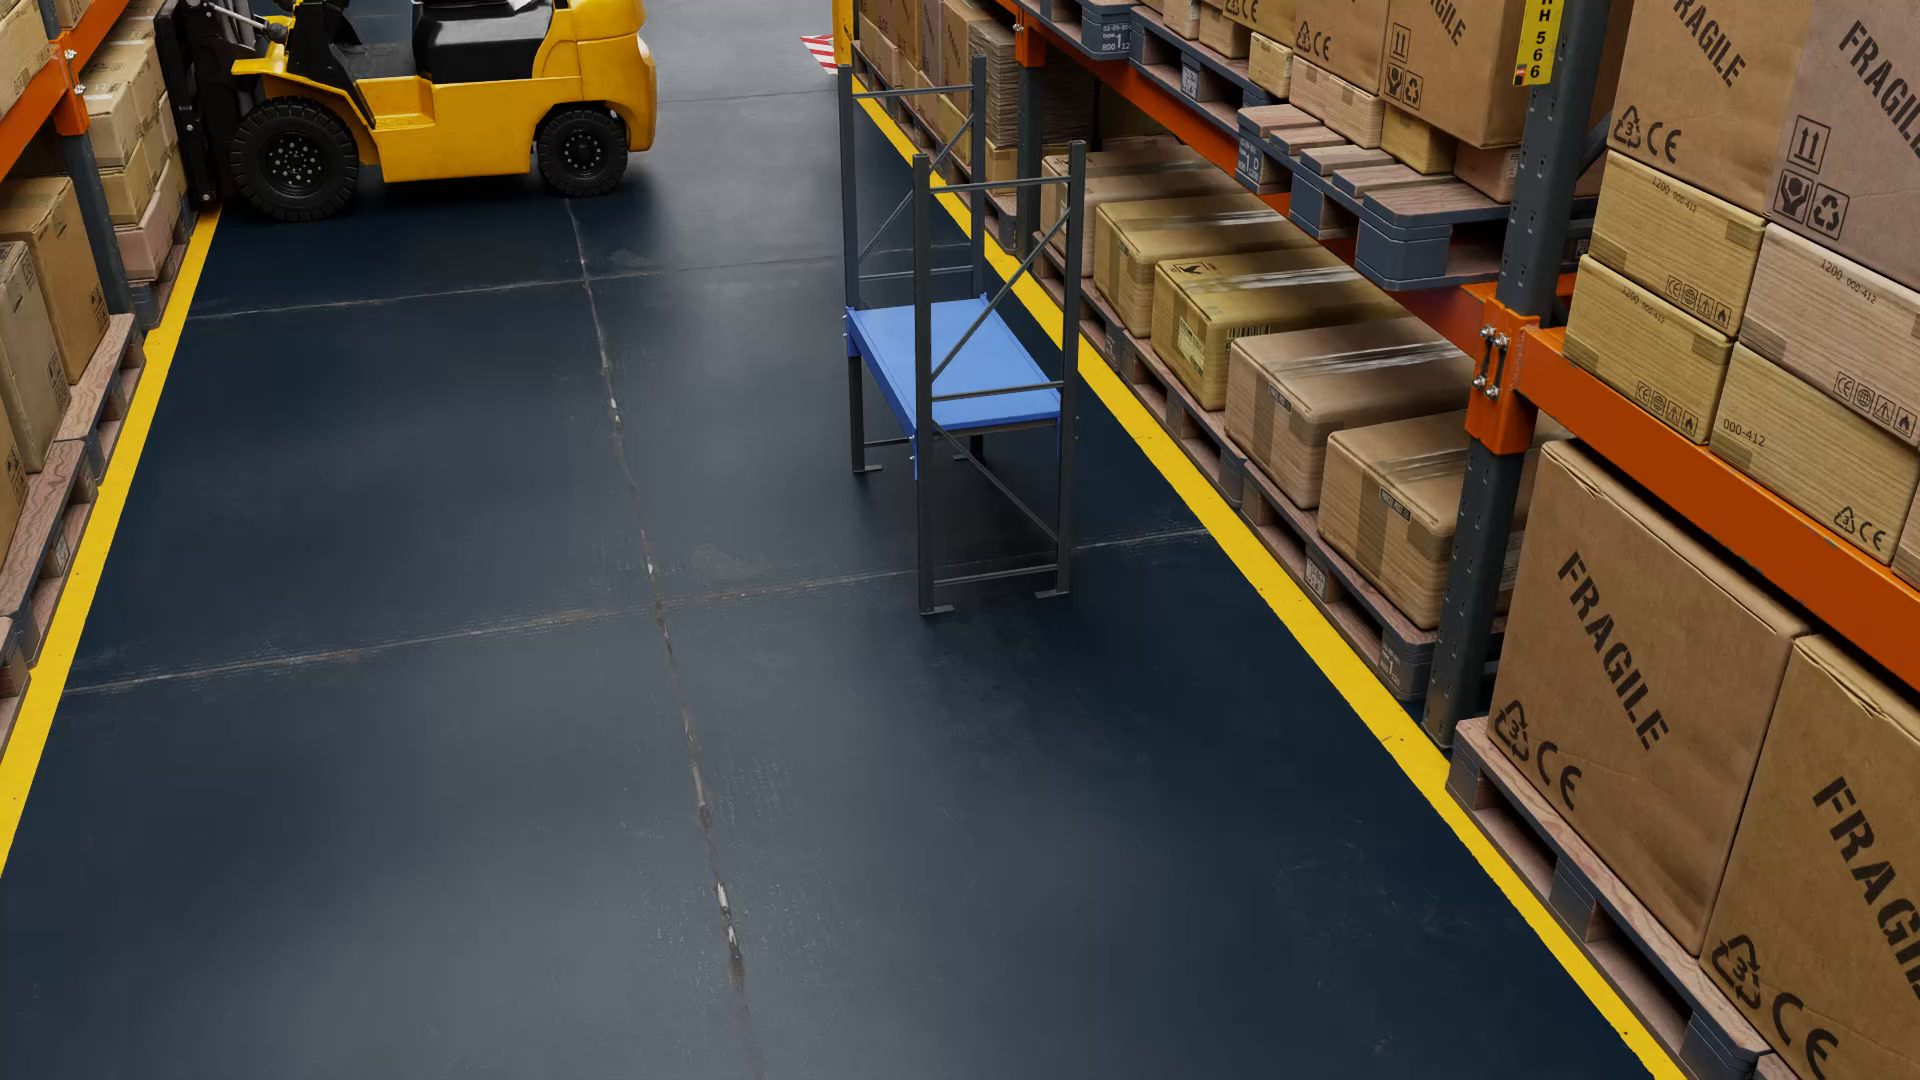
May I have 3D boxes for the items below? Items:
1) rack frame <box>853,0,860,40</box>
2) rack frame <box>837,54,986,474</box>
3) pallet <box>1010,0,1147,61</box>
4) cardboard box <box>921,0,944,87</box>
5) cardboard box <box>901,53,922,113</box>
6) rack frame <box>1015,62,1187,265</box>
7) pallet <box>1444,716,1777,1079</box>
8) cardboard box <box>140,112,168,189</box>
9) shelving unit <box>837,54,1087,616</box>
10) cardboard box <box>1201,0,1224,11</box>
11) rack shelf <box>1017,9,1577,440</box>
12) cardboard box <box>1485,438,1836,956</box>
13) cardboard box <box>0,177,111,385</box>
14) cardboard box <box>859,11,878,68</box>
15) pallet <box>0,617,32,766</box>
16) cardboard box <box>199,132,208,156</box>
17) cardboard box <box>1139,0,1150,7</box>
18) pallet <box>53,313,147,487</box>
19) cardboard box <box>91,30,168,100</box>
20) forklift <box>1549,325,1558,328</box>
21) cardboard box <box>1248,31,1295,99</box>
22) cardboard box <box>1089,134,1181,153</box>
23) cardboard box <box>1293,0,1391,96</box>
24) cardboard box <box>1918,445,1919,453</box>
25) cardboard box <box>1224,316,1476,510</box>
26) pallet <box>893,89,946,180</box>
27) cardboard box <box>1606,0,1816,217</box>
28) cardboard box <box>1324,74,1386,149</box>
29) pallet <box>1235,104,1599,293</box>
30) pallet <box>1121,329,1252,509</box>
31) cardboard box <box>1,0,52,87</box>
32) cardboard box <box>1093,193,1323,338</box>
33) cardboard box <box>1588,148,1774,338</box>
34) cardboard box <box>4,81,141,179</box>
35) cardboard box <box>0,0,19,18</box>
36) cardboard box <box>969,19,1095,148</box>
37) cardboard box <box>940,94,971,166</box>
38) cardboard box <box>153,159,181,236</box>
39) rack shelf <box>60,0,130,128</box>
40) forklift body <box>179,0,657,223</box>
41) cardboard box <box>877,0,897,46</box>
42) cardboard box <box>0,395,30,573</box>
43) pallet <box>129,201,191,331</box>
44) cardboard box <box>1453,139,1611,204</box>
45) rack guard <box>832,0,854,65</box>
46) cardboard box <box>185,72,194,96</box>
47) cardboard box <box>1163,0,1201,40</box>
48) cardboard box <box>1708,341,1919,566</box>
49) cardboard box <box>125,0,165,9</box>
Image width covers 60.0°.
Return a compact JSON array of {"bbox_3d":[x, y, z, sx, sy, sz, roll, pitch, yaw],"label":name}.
[{"bbox_3d":[-0.293,-4.657,10.801,1.000,3.000,0.127,-8,31,-13],"label":"rack frame"},{"bbox_3d":[-0.158,-0.936,5.870,0.500,1.500,0.032,-8,31,-13],"label":"rack frame"},{"bbox_3d":[0.831,-2.253,6.840,1.003,0.211,1.213,-8,31,-13],"label":"pallet"},{"bbox_3d":[0.080,-2.783,9.141,0.500,0.500,0.500,-6,31,-11],"label":"cardboard box"},{"bbox_3d":[-0.060,-2.713,9.768,0.500,0.250,0.500,-6,31,-10],"label":"cardboard box"},{"bbox_3d":[0.769,-2.725,7.463,1.000,3.000,0.127,-8,31,-13],"label":"rack frame"},{"bbox_3d":[1.967,0.805,4.149,1.003,0.211,1.213,-8,31,-13],"label":"pallet"},{"bbox_3d":[-3.982,-1.789,7.673,0.500,0.250,0.500,-8,31,-14],"label":"cardboard box"},{"bbox_3d":[-0.023,-0.690,5.445,0.538,1.500,1.048,-8,31,-13],"label":"shelving unit"},{"bbox_3d":[1.015,-2.085,5.542,0.500,0.500,0.500,-9,31,-15],"label":"cardboard box"},{"bbox_3d":[1.300,-1.447,5.975,1.077,0.370,4.000,-8,31,-13],"label":"rack shelf"},{"bbox_3d":[1.934,0.290,3.957,0.875,0.875,0.875,-8,31,-14],"label":"cardboard box"},{"bbox_3d":[-3.867,-0.966,6.377,0.875,0.625,0.625,-6,31,-11],"label":"cardboard box"},{"bbox_3d":[-0.345,-3.222,10.648,0.500,0.250,0.500,-8,31,-14],"label":"cardboard box"},{"bbox_3d":[-3.135,0.673,4.377,1.003,0.211,1.213,-8,31,-13],"label":"pallet"},{"bbox_3d":[-4.242,-2.070,8.657,0.500,0.250,0.500,-7,31,-12],"label":"cardboard box"},{"bbox_3d":[0.846,-2.111,6.234,0.380,0.149,0.250,-7,31,-13],"label":"cardboard box"},{"bbox_3d":[-3.783,-0.506,6.413,1.003,0.211,1.213,-8,31,-13],"label":"pallet"},{"bbox_3d":[-4.111,-2.250,7.970,0.500,0.250,0.500,-7,31,-12],"label":"cardboard box"},{"bbox_3d":[2.929,-2.288,6.778,1.130,2.935,3.031,-5,30,-8],"label":"forklift"},{"bbox_3d":[1.120,-1.482,5.148,0.380,0.149,0.250,-7,31,-12],"label":"cardboard box"},{"bbox_3d":[0.873,-2.037,8.601,0.500,0.250,0.500,-9,31,-16],"label":"cardboard box"},{"bbox_3d":[1.294,-1.577,4.665,0.500,0.500,0.500,-8,31,-14],"label":"cardboard box"},{"bbox_3d":[1.983,-0.175,2.708,0.500,0.250,0.500,-8,31,-13],"label":"cardboard box"},{"bbox_3d":[1.487,-0.467,5.766,0.950,0.372,0.625,-8,31,-14],"label":"cardboard box"},{"bbox_3d":[0.229,-2.428,9.734,1.003,0.211,1.213,-8,31,-13],"label":"pallet"},{"bbox_3d":[1.726,-0.998,3.382,0.500,0.500,0.500,-9,31,-15],"label":"cardboard box"},{"bbox_3d":[1.266,-1.228,4.710,0.380,0.149,0.250,-8,31,-14],"label":"cardboard box"},{"bbox_3d":[1.539,-1.040,4.744,1.213,0.211,1.003,-8,31,-13],"label":"pallet"},{"bbox_3d":[1.304,-0.552,6.493,1.003,0.211,1.213,-8,31,-13],"label":"pallet"},{"bbox_3d":[-3.630,-1.789,5.997,0.500,0.250,0.500,-7,31,-12],"label":"cardboard box"},{"bbox_3d":[1.105,-1.169,6.980,0.950,0.372,0.625,-6,31,-10],"label":"cardboard box"},{"bbox_3d":[1.727,-0.667,3.558,0.500,0.250,0.500,-8,31,-14],"label":"cardboard box"},{"bbox_3d":[-3.842,-1.763,7.129,0.500,0.250,0.500,-8,31,-14],"label":"cardboard box"},{"bbox_3d":[-3.639,-2.011,5.881,0.500,0.250,0.500,-9,31,-14],"label":"cardboard box"},{"bbox_3d":[0.353,-2.291,8.291,0.500,0.500,0.500,-8,31,-14],"label":"cardboard box"},{"bbox_3d":[0.202,-2.222,8.920,0.500,0.250,0.500,-9,31,-15],"label":"cardboard box"},{"bbox_3d":[-3.975,-1.576,7.803,0.500,0.250,0.500,-9,31,-14],"label":"cardboard box"},{"bbox_3d":[-4.547,-2.718,8.169,1.077,0.370,4.000,-8,31,-13],"label":"rack shelf"},{"bbox_3d":[-2.815,-2.954,8.707,2.313,2.155,1.214,-8,31,-13],"label":"forklift body"},{"bbox_3d":[-0.196,-3.283,10.005,0.500,0.500,0.500,-9,31,-15],"label":"cardboard box"},{"bbox_3d":[-3.466,-0.228,5.101,0.875,0.625,0.625,-9,31,-15],"label":"cardboard box"},{"bbox_3d":[-4.187,-1.246,7.692,1.003,0.211,1.213,-8,31,-13],"label":"pallet"},{"bbox_3d":[1.517,-0.993,4.303,0.380,0.149,0.250,-7,31,-11],"label":"cardboard box"},{"bbox_3d":[-0.273,-3.538,11.364,1.175,0.500,0.348,-8,31,-13],"label":"rack guard"},{"bbox_3d":[-4.238,-2.277,8.516,0.500,0.250,0.500,-8,31,-13],"label":"cardboard box"},{"bbox_3d":[0.930,-1.856,5.793,0.380,0.149,0.250,-7,31,-11],"label":"cardboard box"},{"bbox_3d":[1.871,-0.212,3.273,0.500,0.250,0.500,-9,31,-15],"label":"cardboard box"},{"bbox_3d":[-4.370,-2.750,8.835,0.500,0.250,0.500,-7,31,-13],"label":"cardboard box"}]
